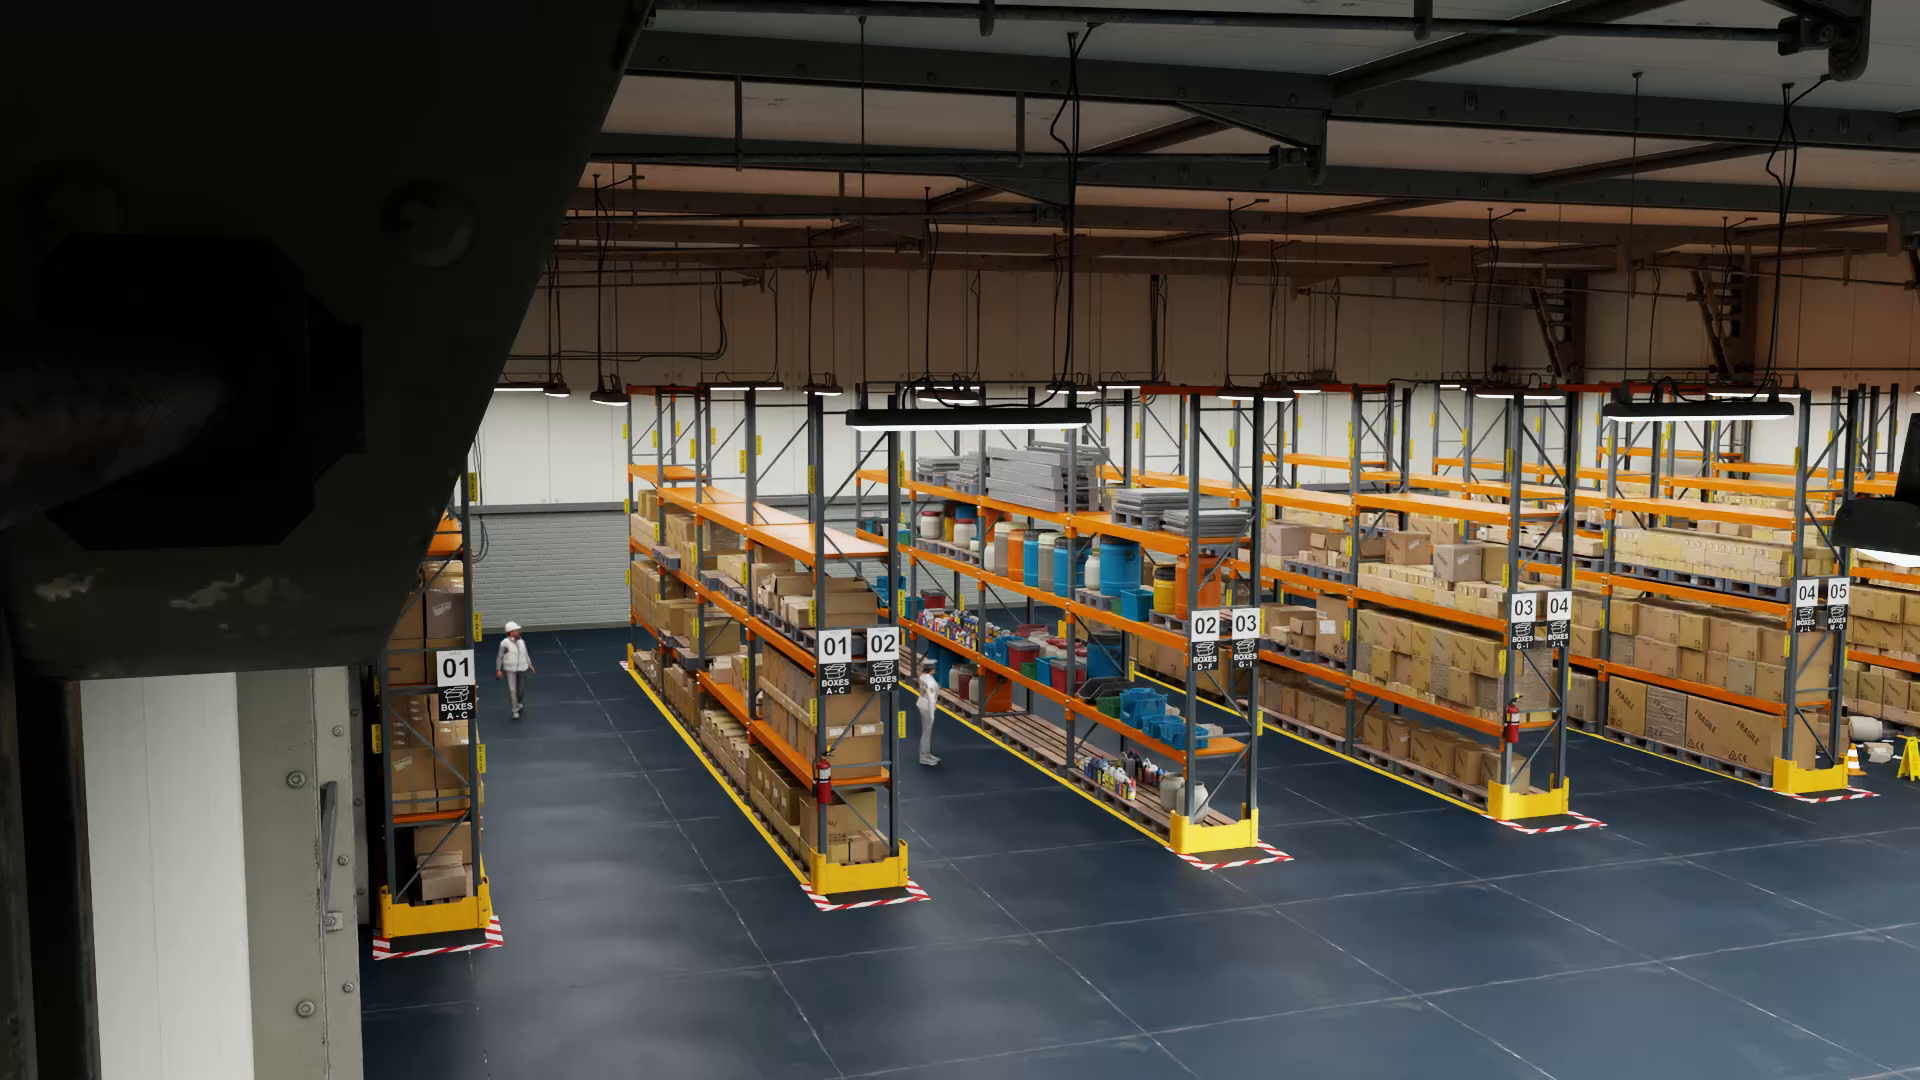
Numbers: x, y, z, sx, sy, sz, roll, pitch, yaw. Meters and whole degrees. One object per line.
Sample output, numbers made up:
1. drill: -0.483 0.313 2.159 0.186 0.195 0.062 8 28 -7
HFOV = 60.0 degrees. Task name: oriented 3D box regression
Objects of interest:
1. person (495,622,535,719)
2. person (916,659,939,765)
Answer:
1. person: -8.121 2.350 30.323 0.706 1.731 1.066 -3 6 -24
2. person: -0.504 2.749 26.669 0.370 1.685 0.506 -2 6 -17
